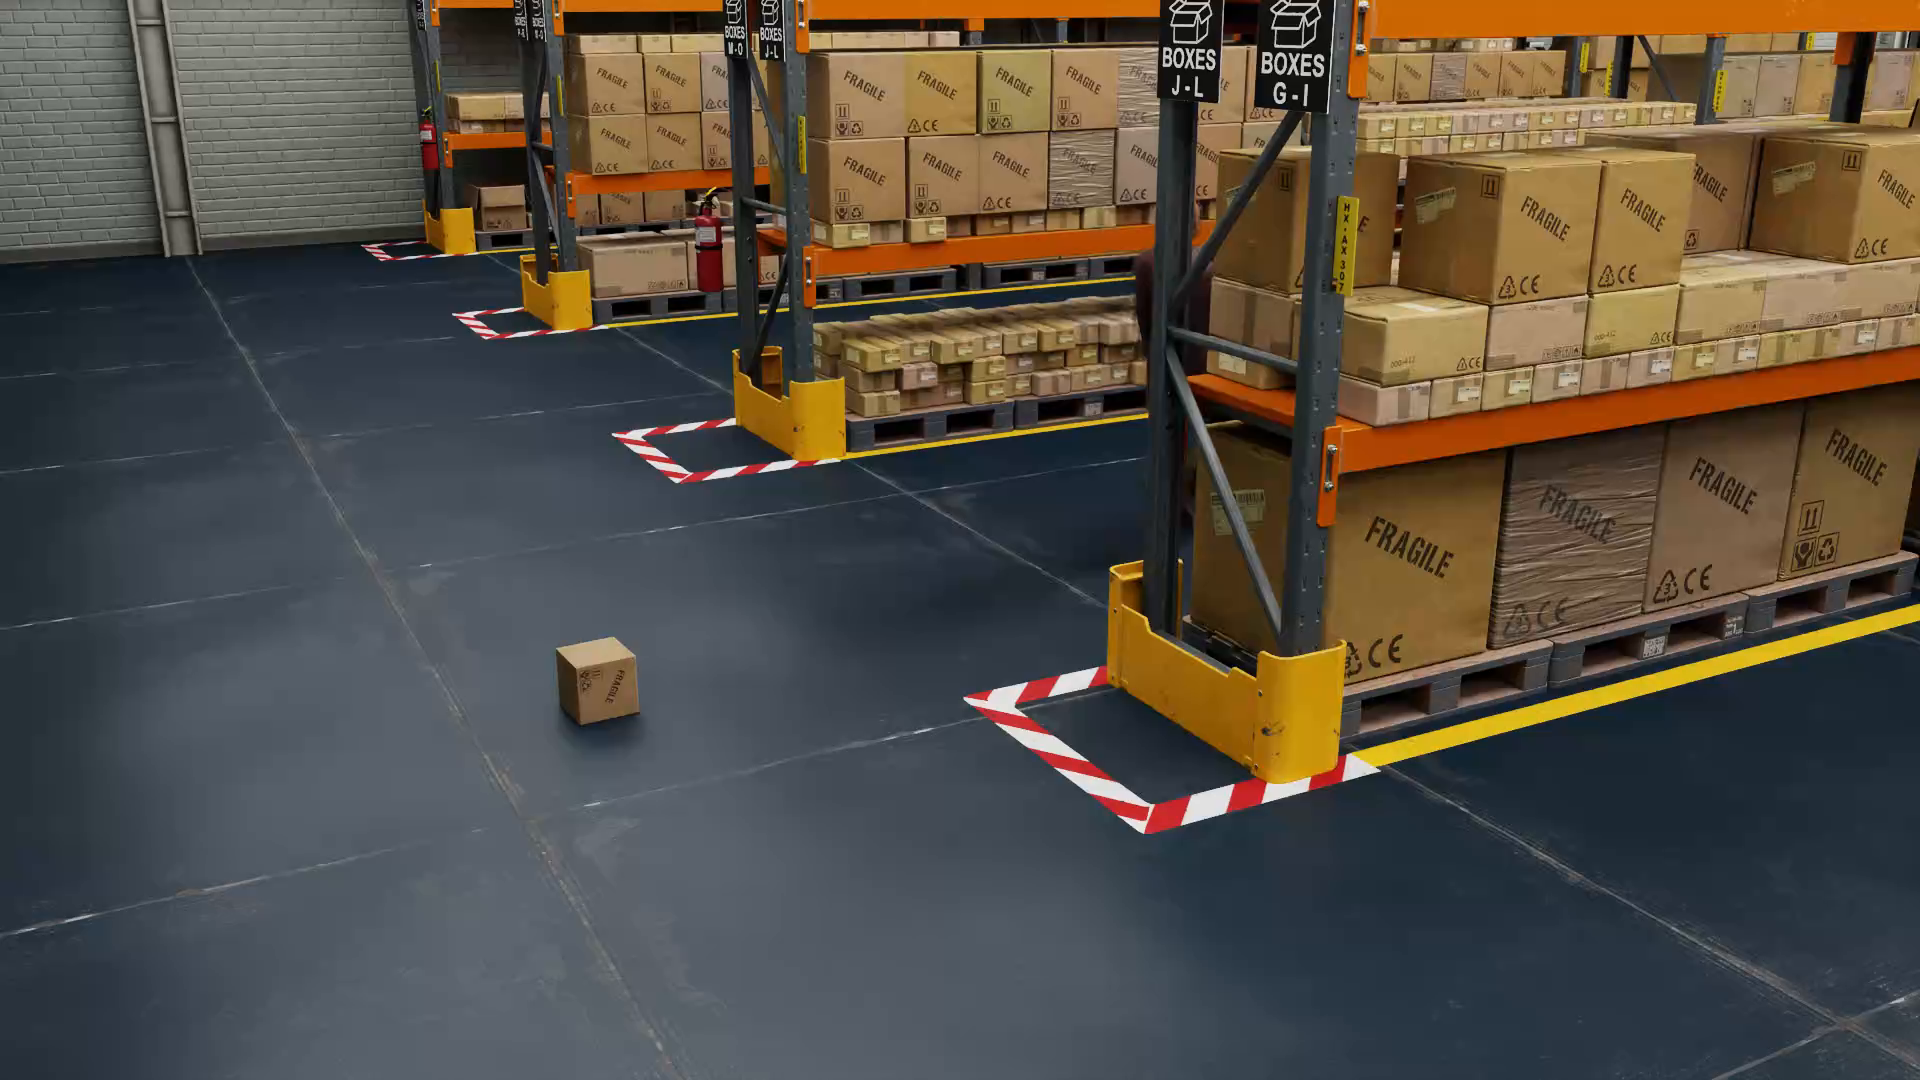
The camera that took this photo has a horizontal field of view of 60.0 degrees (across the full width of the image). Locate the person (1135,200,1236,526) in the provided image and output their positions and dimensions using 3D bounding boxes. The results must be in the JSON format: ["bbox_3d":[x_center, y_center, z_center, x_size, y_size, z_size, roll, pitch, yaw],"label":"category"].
[{"bbox_3d":[1.229,-0.940,8.900,0.480,1.796,0.610,-16,24,-40],"label":"person"}]
